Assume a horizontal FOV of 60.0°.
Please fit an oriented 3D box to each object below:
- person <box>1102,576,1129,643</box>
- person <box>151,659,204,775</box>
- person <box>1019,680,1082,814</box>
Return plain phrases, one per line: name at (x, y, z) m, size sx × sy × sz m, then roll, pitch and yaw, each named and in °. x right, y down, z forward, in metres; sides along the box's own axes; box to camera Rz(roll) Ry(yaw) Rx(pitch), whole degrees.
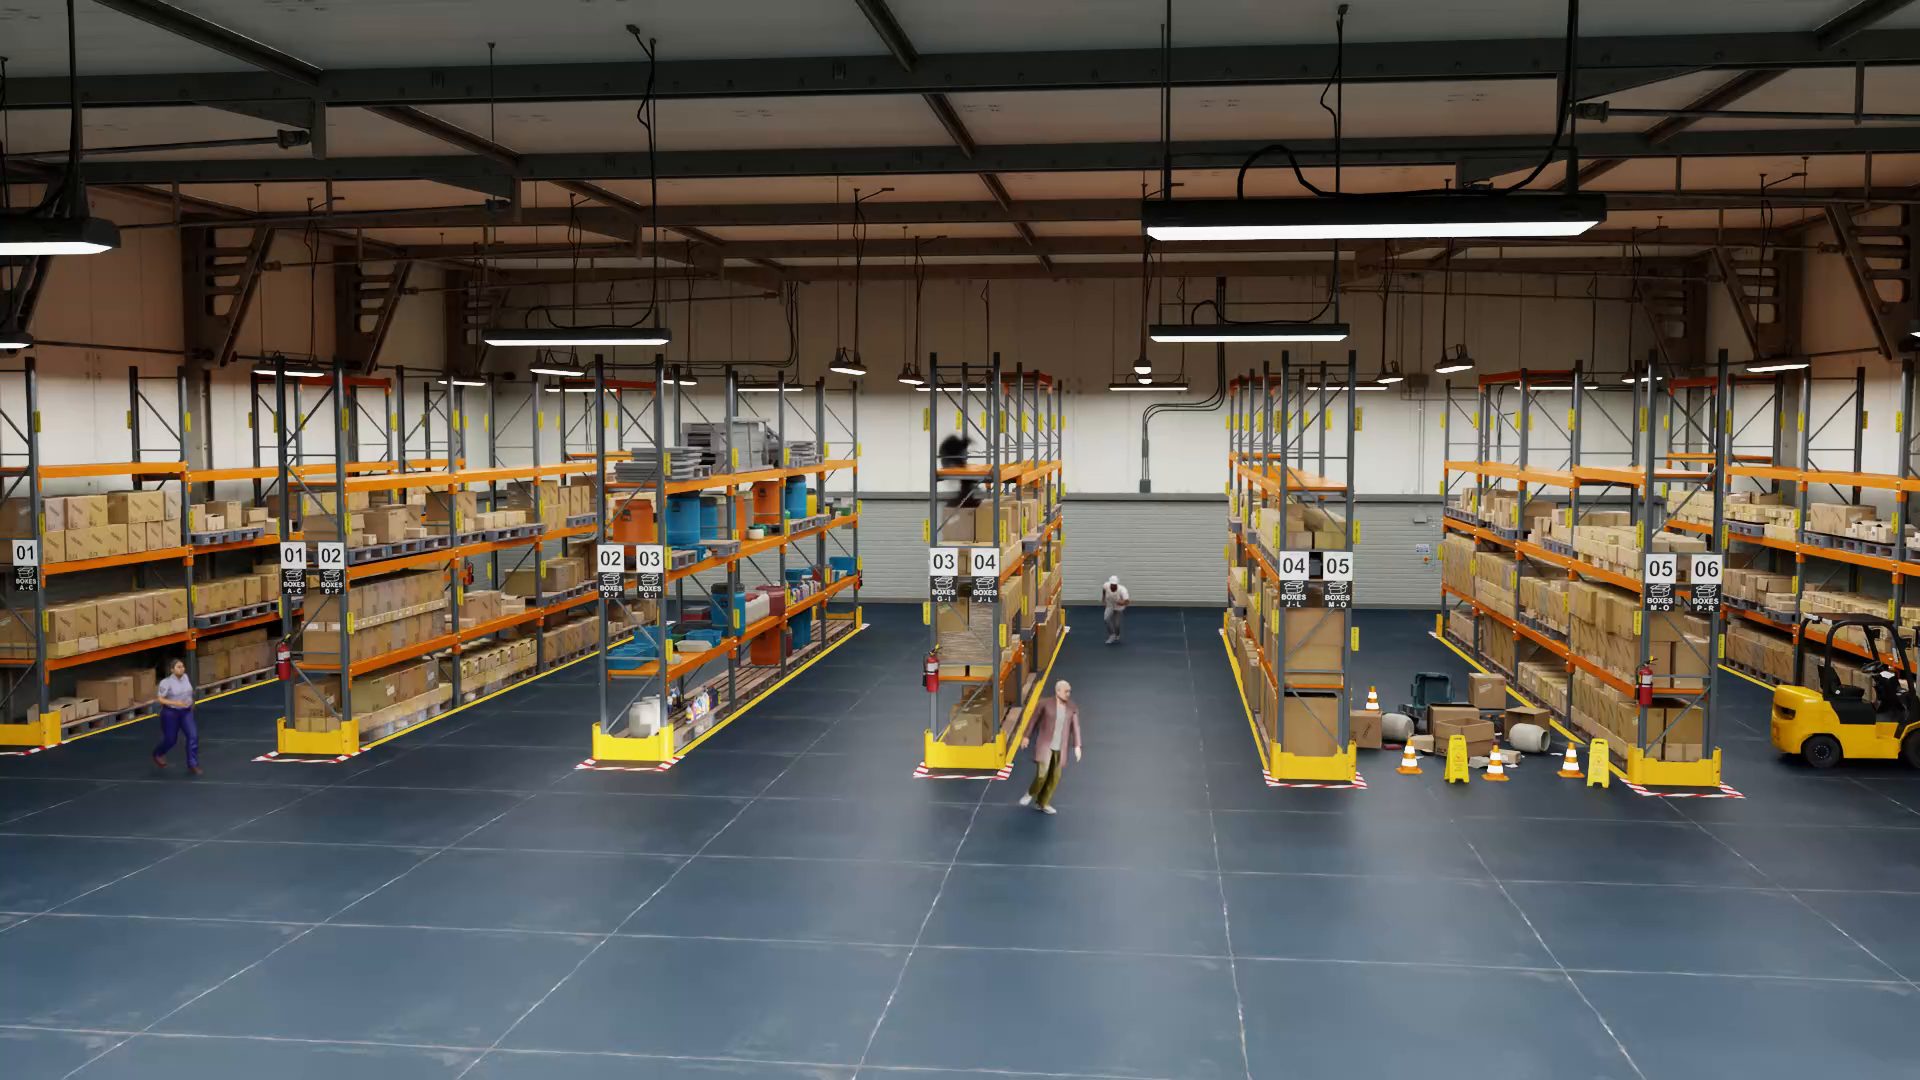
person at (3.505, 1.534, 37.497) m, size 0.721 × 1.537 × 1.118 m, roll 1°, pitch 4°, yaw 18°
person at (-11.221, 2.528, 23.738) m, size 0.899 × 1.648 × 0.568 m, roll 2°, pitch 5°, yaw 30°
person at (1.148, 2.637, 21.273) m, size 0.743 × 1.738 × 0.588 m, roll -1°, pitch 4°, yaw -18°
